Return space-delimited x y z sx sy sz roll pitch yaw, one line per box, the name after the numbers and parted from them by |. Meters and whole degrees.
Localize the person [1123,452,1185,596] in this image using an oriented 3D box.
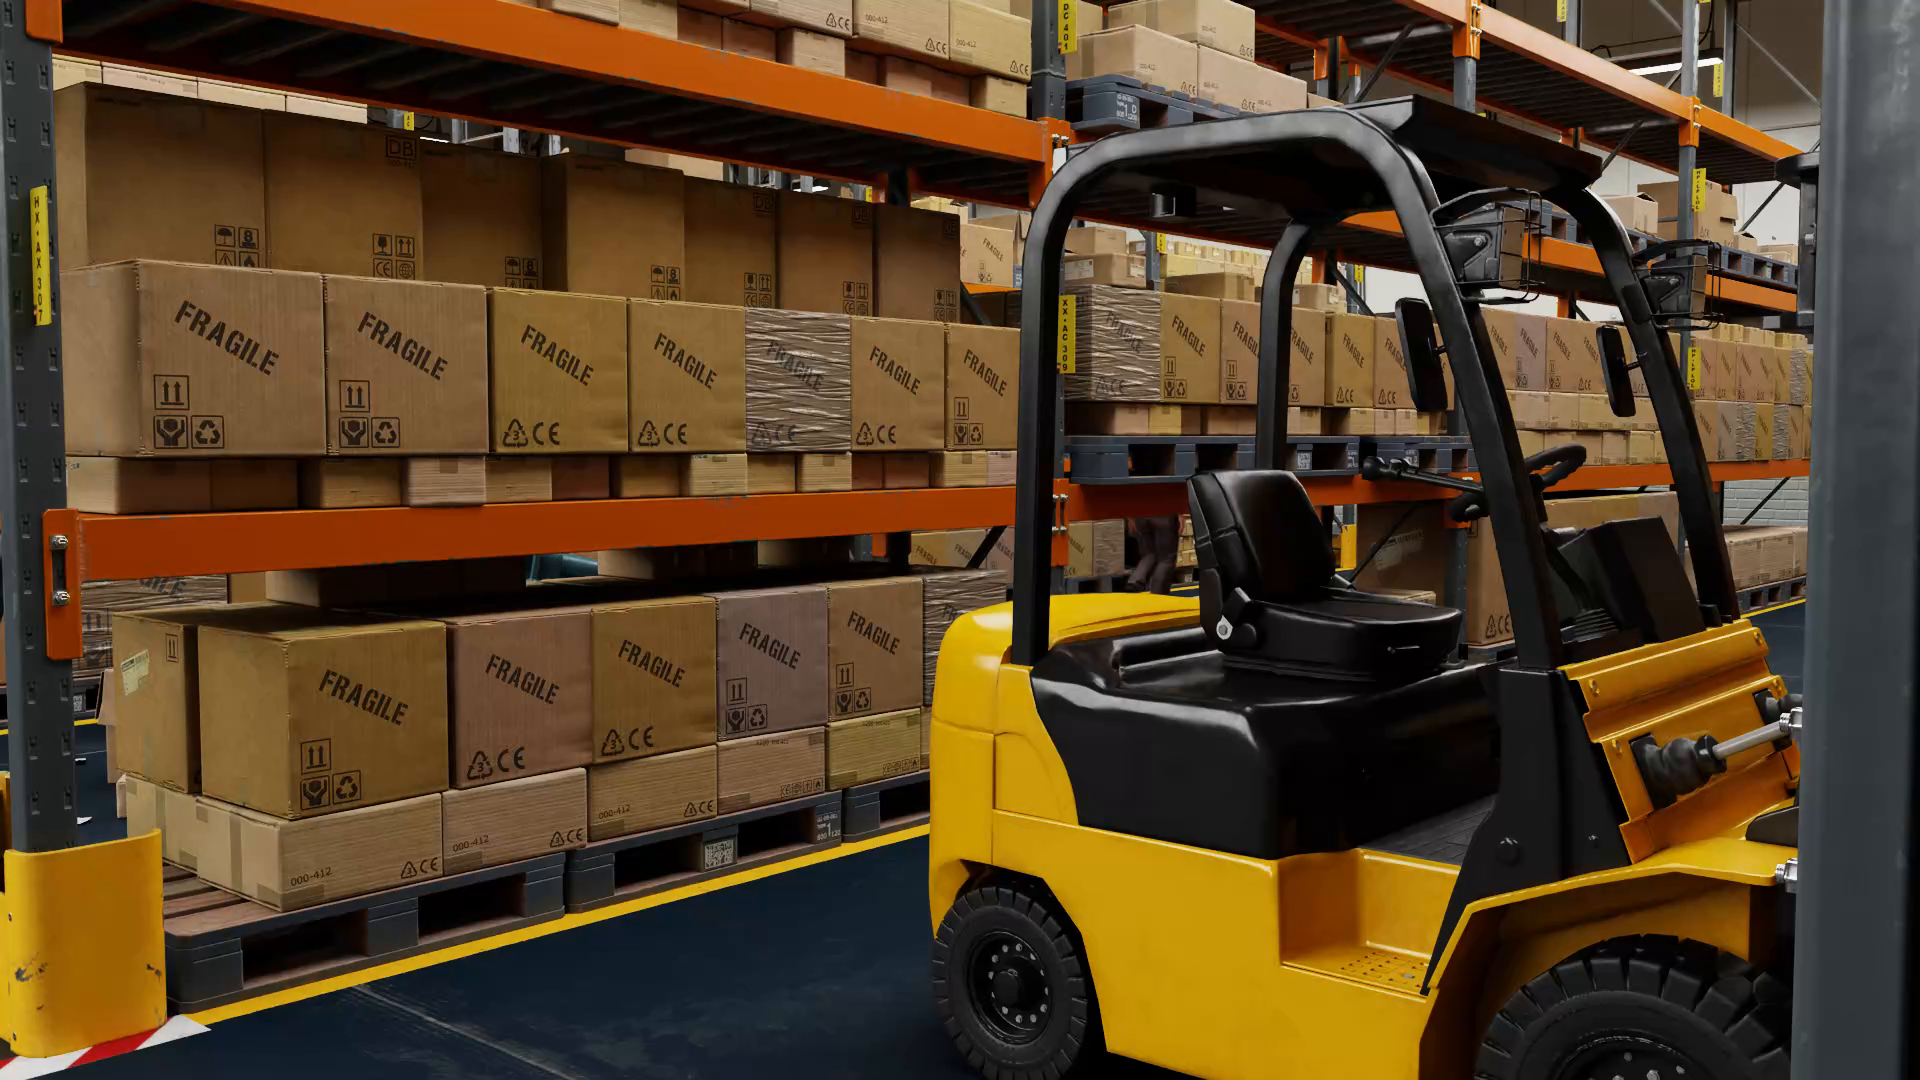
1.586 -0.205 13.320 0.492 1.714 0.570 -3 5 -40 | person
